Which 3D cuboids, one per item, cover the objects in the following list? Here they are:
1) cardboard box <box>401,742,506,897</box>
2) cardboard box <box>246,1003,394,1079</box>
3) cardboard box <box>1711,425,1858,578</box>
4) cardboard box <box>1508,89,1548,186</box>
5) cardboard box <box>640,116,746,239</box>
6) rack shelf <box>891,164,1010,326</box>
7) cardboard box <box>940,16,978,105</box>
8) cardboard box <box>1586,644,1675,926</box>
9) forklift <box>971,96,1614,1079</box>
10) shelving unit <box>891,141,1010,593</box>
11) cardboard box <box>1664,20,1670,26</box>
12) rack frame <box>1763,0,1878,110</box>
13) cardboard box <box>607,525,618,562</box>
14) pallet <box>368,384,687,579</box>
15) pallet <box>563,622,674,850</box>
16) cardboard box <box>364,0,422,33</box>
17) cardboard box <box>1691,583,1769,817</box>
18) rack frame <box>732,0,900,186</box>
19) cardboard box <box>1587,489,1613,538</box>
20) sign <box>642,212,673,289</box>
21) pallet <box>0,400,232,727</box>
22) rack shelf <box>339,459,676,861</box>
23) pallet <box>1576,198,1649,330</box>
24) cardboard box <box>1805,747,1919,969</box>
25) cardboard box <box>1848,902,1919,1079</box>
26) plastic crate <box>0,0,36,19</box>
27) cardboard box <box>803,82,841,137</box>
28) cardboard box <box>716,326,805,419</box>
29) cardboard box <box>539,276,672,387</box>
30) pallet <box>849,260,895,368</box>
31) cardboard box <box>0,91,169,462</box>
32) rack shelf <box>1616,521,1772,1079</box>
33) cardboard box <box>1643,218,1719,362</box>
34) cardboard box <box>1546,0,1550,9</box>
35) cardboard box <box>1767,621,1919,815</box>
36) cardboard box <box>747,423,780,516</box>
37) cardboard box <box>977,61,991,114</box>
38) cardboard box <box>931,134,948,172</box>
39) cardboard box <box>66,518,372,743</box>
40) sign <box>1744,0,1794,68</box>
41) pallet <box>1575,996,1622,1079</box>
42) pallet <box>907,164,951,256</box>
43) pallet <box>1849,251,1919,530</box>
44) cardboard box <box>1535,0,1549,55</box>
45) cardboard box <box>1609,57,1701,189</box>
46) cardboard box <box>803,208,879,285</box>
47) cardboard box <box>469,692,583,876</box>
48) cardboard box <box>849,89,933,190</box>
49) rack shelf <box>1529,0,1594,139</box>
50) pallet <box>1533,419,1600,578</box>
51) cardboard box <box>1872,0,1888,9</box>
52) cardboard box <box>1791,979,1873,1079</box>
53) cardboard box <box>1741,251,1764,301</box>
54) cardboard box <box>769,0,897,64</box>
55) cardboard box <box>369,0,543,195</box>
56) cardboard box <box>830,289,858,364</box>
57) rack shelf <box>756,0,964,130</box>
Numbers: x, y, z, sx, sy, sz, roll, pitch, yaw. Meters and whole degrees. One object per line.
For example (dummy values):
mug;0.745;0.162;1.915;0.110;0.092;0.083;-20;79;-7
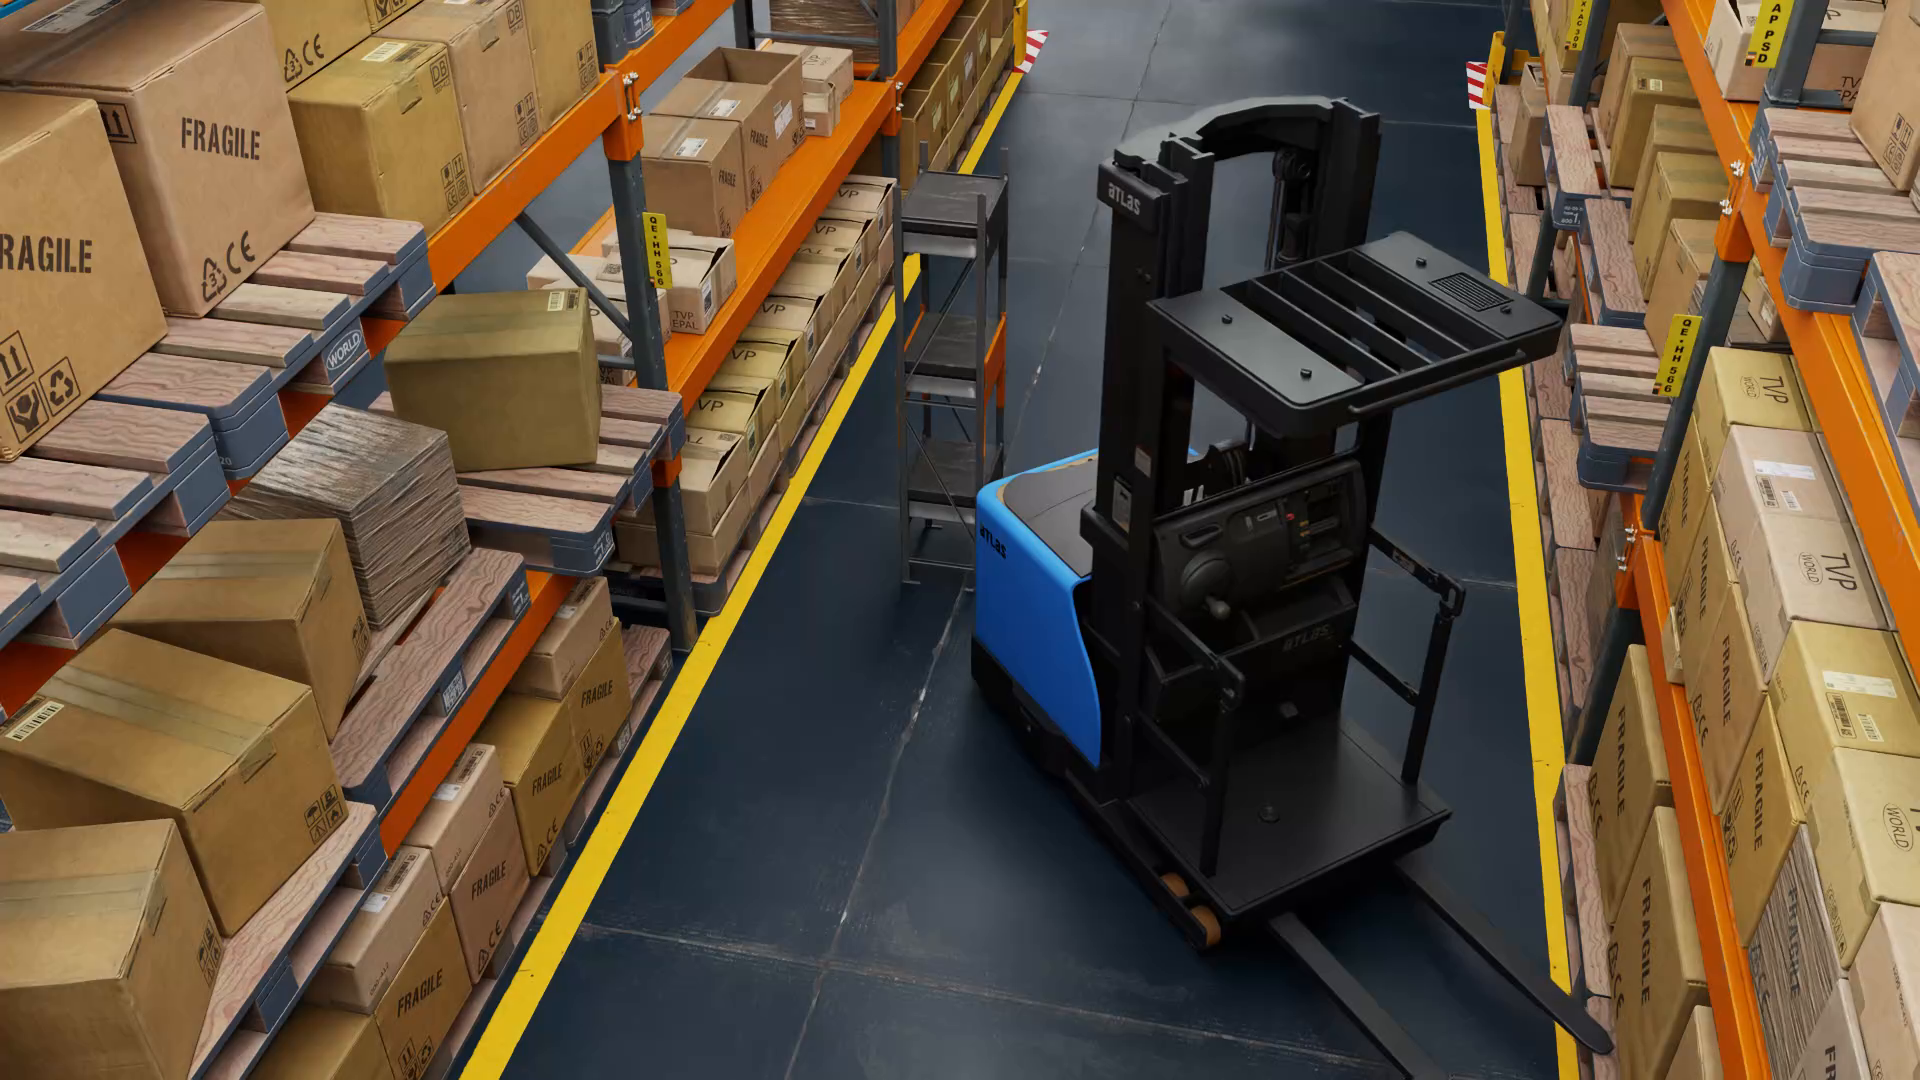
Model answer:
cardboard box;-1.933;0.939;5.785;0.500;0.250;0.500;7;36;9
cardboard box;-2.150;1.796;5.241;0.500;0.500;0.500;8;37;11
cardboard box;2.638;-0.095;5.100;0.500;0.250;0.500;7;36;9
cardboard box;4.246;-2.784;11.561;0.700;0.500;0.500;5;36;7
cardboard box;-1.397;-1.782;8.337;0.500;0.500;0.500;5;36;7
rack shelf;-0.035;-1.311;7.370;0.431;0.518;0.480;7;37;10
cardboard box;-0.162;-3.518;12.164;0.500;0.500;0.500;7;37;10
cardboard box;2.815;0.947;6.131;0.750;0.750;0.750;7;36;9
forklift;1.217;0.068;5.929;1.130;2.935;3.031;-18;40;-24
shelving unit;-0.035;-0.755;7.773;0.431;2.100;0.503;7;37;10
cardboard box;4.259;-2.946;9.501;0.500;0.500;0.500;7;36;9
rack frame;3.100;-2.588;4.422;1.000;3.000;0.127;7;37;10
cardboard box;-1.866;-0.166;8.179;0.500;0.250;0.500;8;37;11
pallet;-1.816;-0.302;6.545;1.213;0.211;1.003;7;37;10
pallet;-1.936;0.775;7.271;1.003;0.211;1.213;7;37;10
cardboard box;-1.948;-1.895;5.086;0.500;0.500;0.500;7;37;10
cardboard box;2.519;0.502;4.915;0.500;0.500;0.500;7;37;10
rack frame;-0.885;-3.070;10.201;1.000;3.000;0.127;7;37;10
cardboard box;3.505;-0.313;8.151;0.700;0.500;0.500;7;37;10
sign;-1.208;-1.151;6.634;0.100;0.325;0.005;7;37;10
pallet;-2.386;0.012;3.551;1.213;0.211;1.003;7;37;10
rack shelf;-2.167;0.661;5.666;1.077;0.370;4.000;7;37;10
pallet;3.483;-1.221;7.812;1.003;0.211;1.213;7;37;10
cardboard box;2.323;0.778;3.896;0.500;0.250;0.500;8;37;11
cardboard box;2.214;1.070;3.493;0.500;0.250;0.500;8;37;11
plastic crate;-5.655;-3.016;10.139;0.392;0.384;0.575;7;37;10
cardboard box;-0.894;-2.489;9.513;0.396;0.266;0.258;6;36;9
cardboard box;-1.126;-0.919;8.739;0.500;0.311;0.500;6;36;9
cardboard box;-1.619;-0.944;7.343;0.500;0.311;0.500;10;37;13
pallet;-1.005;-1.514;10.429;1.003;0.211;1.213;7;37;10
cardboard box;-2.294;-0.615;3.729;0.600;0.600;0.600;7;37;9
rack shelf;2.673;1.279;4.812;1.077;0.370;4.000;7;37;10
cardboard box;3.284;-0.972;6.845;0.700;0.500;0.500;4;36;6
cardboard box;3.973;-3.587;10.385;0.500;0.500;0.500;6;36;9
cardboard box;2.432;0.486;4.299;0.500;0.250;0.500;7;36;9
cardboard box;-1.234;-0.386;8.481;0.500;0.250;0.500;6;36;9
cardboard box;-0.057;-3.501;12.780;0.500;0.250;0.500;7;37;10
cardboard box;-0.378;-2.641;11.593;0.500;0.250;0.500;7;37;10
cardboard box;-2.277;0.285;5.128;0.700;0.500;0.500;-1;36;-2
sign;2.571;-1.652;5.246;0.100;0.325;0.005;7;37;10
pallet;2.596;2.110;5.428;1.003;0.211;1.213;7;37;10
pallet;-0.675;-2.392;11.641;1.003;0.211;1.213;7;37;10
pallet;2.779;-0.279;3.954;1.003;0.211;1.213;9;37;12
cardboard box;3.967;-3.283;10.605;0.500;0.250;0.500;7;37;10
cardboard box;3.686;-2.063;8.351;0.700;0.500;0.500;11;37;15
cardboard box;-0.797;-1.787;9.937;0.500;0.311;0.500;8;37;11
cardboard box;-1.821;0.919;6.451;0.500;0.500;0.500;6;36;8
cardboard box;-0.480;-2.657;10.977;0.500;0.500;0.500;7;37;10
rack shelf;4.382;-3.307;11.140;1.077;0.370;4.000;7;37;10
pallet;3.531;-0.174;8.581;1.003;0.211;1.213;7;37;10
cardboard box;3.479;-1.806;5.797;0.500;0.500;0.500;7;37;10
cardboard box;2.198;1.376;3.710;0.500;0.500;0.500;8;37;10
cardboard box;3.199;-1.028;6.369;0.380;0.149;0.250;2;36;2
cardboard box;-0.797;-3.366;10.523;0.700;0.500;0.500;6;36;9
cardboard box;-1.909;-1.486;5.373;0.910;0.500;0.500;7;37;10
cardboard box;-0.909;-1.270;9.702;0.500;0.250;0.500;8;37;11
rack shelf;-0.458;-3.926;11.994;1.077;0.370;4.000;7;37;10
